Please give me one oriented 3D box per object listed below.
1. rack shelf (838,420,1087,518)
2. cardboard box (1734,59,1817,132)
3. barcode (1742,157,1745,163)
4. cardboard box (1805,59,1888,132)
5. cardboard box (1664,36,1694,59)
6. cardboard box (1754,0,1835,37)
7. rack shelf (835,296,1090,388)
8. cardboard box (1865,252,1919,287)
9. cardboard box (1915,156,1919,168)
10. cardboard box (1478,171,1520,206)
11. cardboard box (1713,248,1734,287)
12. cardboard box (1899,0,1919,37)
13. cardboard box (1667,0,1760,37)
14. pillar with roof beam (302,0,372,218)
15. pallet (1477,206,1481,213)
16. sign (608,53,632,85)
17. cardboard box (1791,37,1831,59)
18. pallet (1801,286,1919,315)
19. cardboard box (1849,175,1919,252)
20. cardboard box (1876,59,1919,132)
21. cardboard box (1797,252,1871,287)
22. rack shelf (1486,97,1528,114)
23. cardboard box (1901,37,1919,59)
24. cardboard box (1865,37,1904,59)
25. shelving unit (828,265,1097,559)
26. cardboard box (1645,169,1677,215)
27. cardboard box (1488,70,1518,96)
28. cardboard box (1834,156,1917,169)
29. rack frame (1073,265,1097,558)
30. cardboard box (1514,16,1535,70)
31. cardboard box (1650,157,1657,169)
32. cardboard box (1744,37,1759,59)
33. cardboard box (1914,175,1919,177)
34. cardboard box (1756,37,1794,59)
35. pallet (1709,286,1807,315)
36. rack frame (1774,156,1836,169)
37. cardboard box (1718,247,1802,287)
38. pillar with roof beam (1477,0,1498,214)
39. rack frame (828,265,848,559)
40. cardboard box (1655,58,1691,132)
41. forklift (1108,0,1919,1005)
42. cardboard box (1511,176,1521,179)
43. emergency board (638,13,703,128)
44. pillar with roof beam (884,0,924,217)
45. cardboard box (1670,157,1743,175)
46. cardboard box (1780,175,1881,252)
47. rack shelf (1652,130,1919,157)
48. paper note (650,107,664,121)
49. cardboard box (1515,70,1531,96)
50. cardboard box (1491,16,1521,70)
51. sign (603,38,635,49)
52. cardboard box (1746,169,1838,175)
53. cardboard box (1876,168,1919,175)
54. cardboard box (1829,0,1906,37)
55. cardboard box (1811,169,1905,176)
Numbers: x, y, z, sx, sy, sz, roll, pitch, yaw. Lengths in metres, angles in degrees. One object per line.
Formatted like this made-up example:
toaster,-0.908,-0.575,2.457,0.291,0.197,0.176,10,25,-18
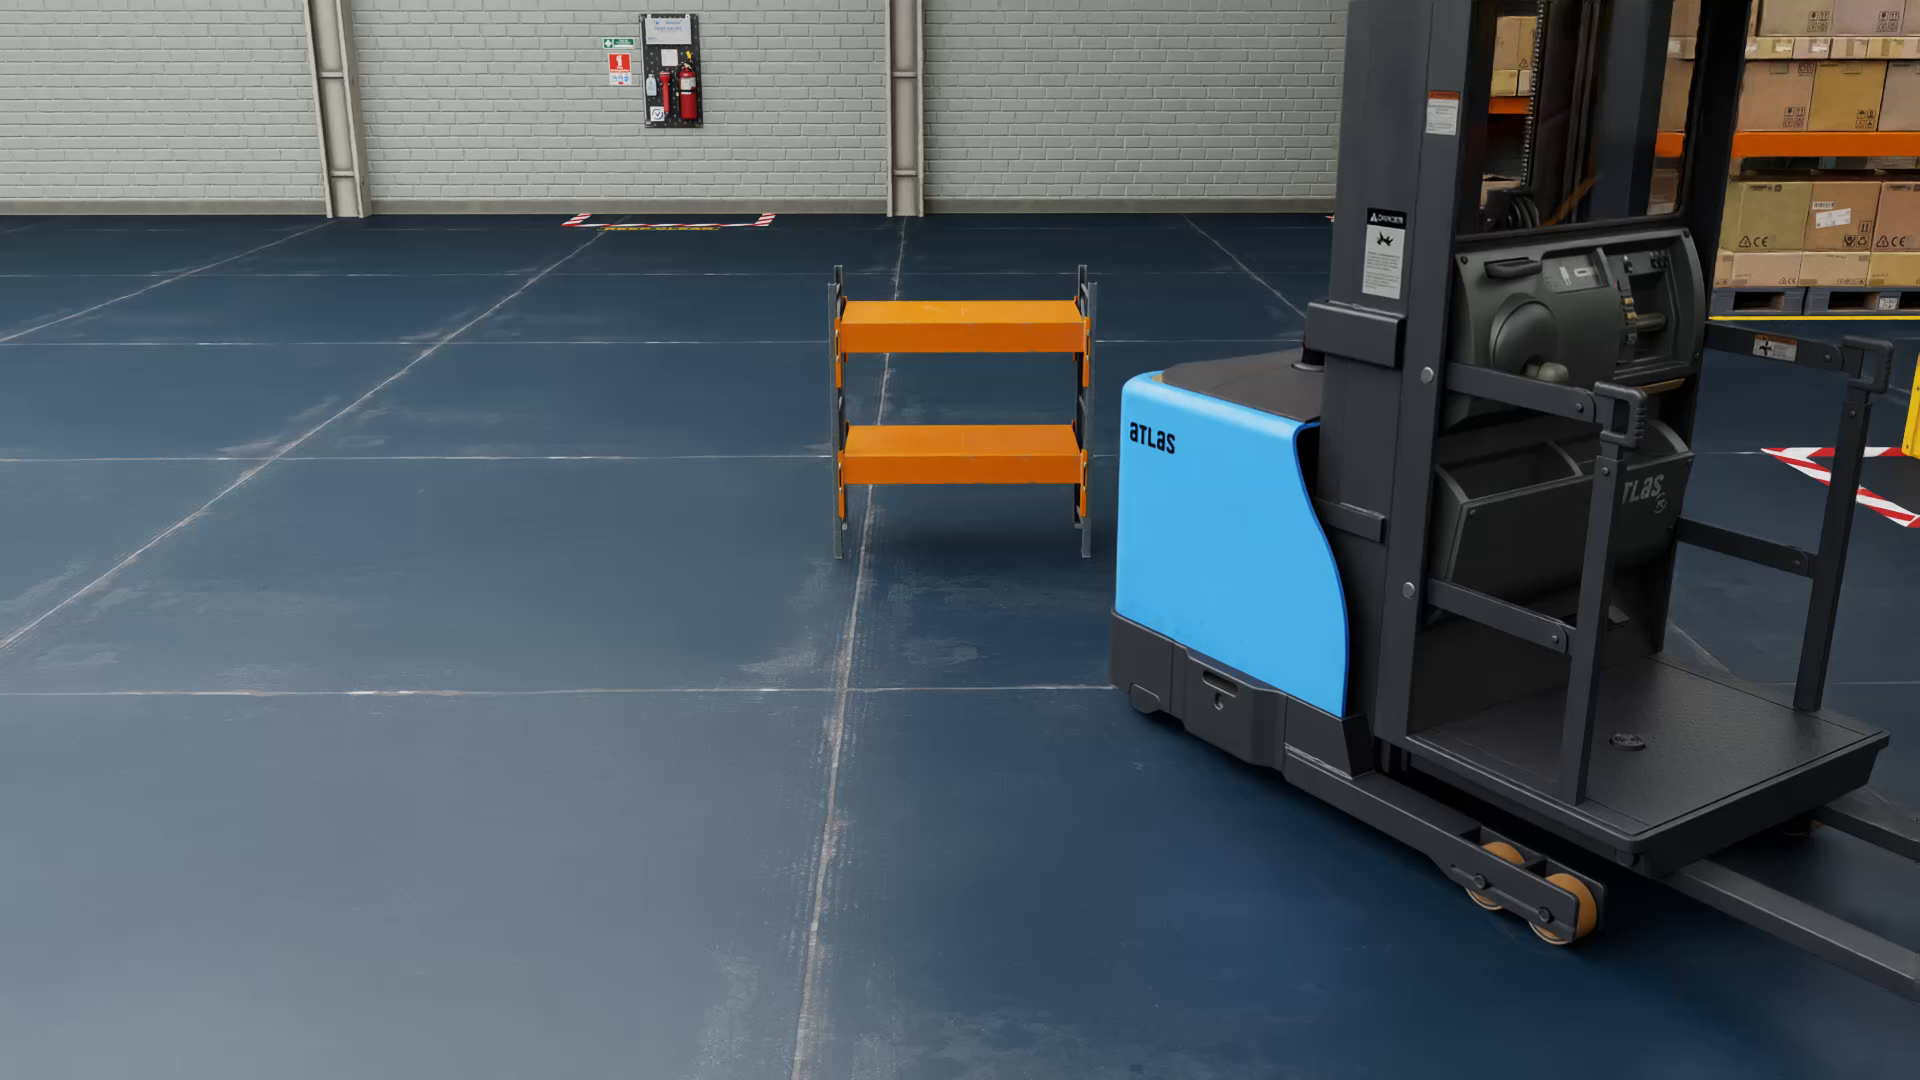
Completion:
rack shelf,0.007,-0.303,6.951,1.000,0.278,0.538,0,18,-1
cardboard box,5.797,-3.259,12.132,0.500,0.500,0.700,0,18,1
barcode,8.179,-3.983,17.402,0.075,0.075,0.001,0,18,-1
cardboard box,6.294,-3.259,12.134,0.500,0.500,0.700,0,18,0
cardboard box,5.201,-3.501,11.826,0.250,0.149,0.380,0,18,-1
cardboard box,5.851,-3.877,11.935,0.500,0.500,0.700,-1,18,-2
rack shelf,0.007,-0.814,6.786,1.000,0.278,0.538,0,18,-1
cardboard box,6.845,-2.041,12.313,0.500,0.250,0.500,0,18,-1
cardboard box,9.974,-3.787,17.313,0.500,0.500,0.700,-1,18,-2
cardboard box,5.417,-3.627,17.124,0.500,0.311,0.500,-2,18,-7
cardboard box,5.345,-2.034,12.292,0.500,0.250,0.500,0,18,-1
cardboard box,6.856,-3.882,11.951,0.500,0.500,0.700,0,18,-1
cardboard box,5.325,-3.873,11.922,0.500,0.500,0.700,0,18,-1
pillar with roof beam,-6.521,-6.473,12.495,0.400,9.000,9.100,0,18,-1
pallet,5.612,-3.387,17.262,1.213,0.211,1.003,0,18,-1
sign,-3.616,-5.006,17.683,0.234,0.329,0.001,0,18,-1
cardboard box,5.967,-3.505,11.837,0.250,0.149,0.380,-1,18,-2
pallet,6.786,-1.902,12.632,1.213,0.211,1.003,0,18,-1
cardboard box,6.845,-2.398,12.197,0.500,0.500,0.500,0,18,-1
cardboard box,6.820,-3.263,12.145,0.500,0.500,0.700,0,18,1
cardboard box,6.345,-2.040,12.310,0.500,0.250,0.500,0,18,-1
rack shelf,6.723,-4.389,16.996,4.000,0.370,1.077,0,18,-1
cardboard box,6.738,-3.509,11.848,0.250,0.149,0.380,0,18,0
cardboard box,6.489,-3.508,11.847,0.250,0.149,0.380,-1,18,-2
shelving unit,0.007,-0.536,6.876,1.048,1.125,0.538,0,18,-1
cardboard box,5.337,-2.550,12.672,0.500,0.500,0.500,0,18,-1
cardboard box,5.216,-4.565,16.581,0.500,0.250,0.500,-1,18,-2
cardboard box,9.459,-3.769,17.258,0.500,0.500,0.700,0,18,1
rack frame,0.515,-0.538,6.884,0.032,1.125,0.500,0,18,-1
cardboard box,5.700,-4.927,16.480,0.500,0.500,0.500,0,18,-1
cardboard box,6.721,-3.708,17.067,0.500,0.500,0.700,-1,18,-4
cardboard box,5.465,-3.503,11.833,0.250,0.149,0.380,-1,18,-2
cardboard box,7.345,-2.404,12.218,0.500,0.500,0.500,0,18,-1
cardboard box,5.714,-3.504,11.835,0.250,0.149,0.380,0,18,-1
pallet,5.569,-1.898,12.617,1.213,0.211,1.003,0,18,-1
rack frame,8.723,-4.741,16.916,0.127,3.000,1.000,0,18,-1
cardboard box,5.845,-2.038,12.303,0.500,0.250,0.500,0,18,-1
pillar with roof beam,5.478,-6.531,12.675,0.400,9.000,9.100,0,18,-1
rack frame,-0.502,-0.533,6.868,0.032,1.125,0.500,0,18,-1
cardboard box,5.272,-3.255,12.119,0.500,0.500,0.700,0,18,-1
forklift,1.712,-0.586,4.076,1.130,2.935,3.031,-11,21,-32
cardboard box,5.987,-3.629,17.133,0.500,0.311,0.500,1,18,4
emergency board,-3.061,-4.960,17.599,0.643,1.169,0.194,0,18,-1
pillar with roof beam,-0.522,-6.502,12.585,0.400,9.000,9.100,0,18,-1
cardboard box,7.686,-3.743,17.177,0.500,0.500,0.500,-2,18,-5
cardboard box,6.345,-2.400,12.206,0.500,0.500,0.500,0,18,-1
rack shelf,6.805,-2.876,12.280,4.000,0.370,1.077,0,18,-1
paper note,-3.239,-4.561,17.797,0.142,0.148,0.016,0,18,-1
cardboard box,5.735,-4.572,16.602,0.500,0.250,0.500,-1,18,-3
cardboard box,5.205,-4.927,16.482,0.500,0.500,0.500,0,18,-1
sign,-3.611,-5.256,17.594,0.331,0.109,0.001,0,18,-1
cardboard box,6.336,-2.559,12.701,0.500,0.500,0.500,0,18,-1
cardboard box,7.336,-2.564,12.717,0.500,0.500,0.500,0,18,-1
cardboard box,6.355,-3.880,11.943,0.500,0.500,0.700,0,18,-1
cardboard box,6.836,-2.561,12.708,0.500,0.500,0.500,0,18,-1
